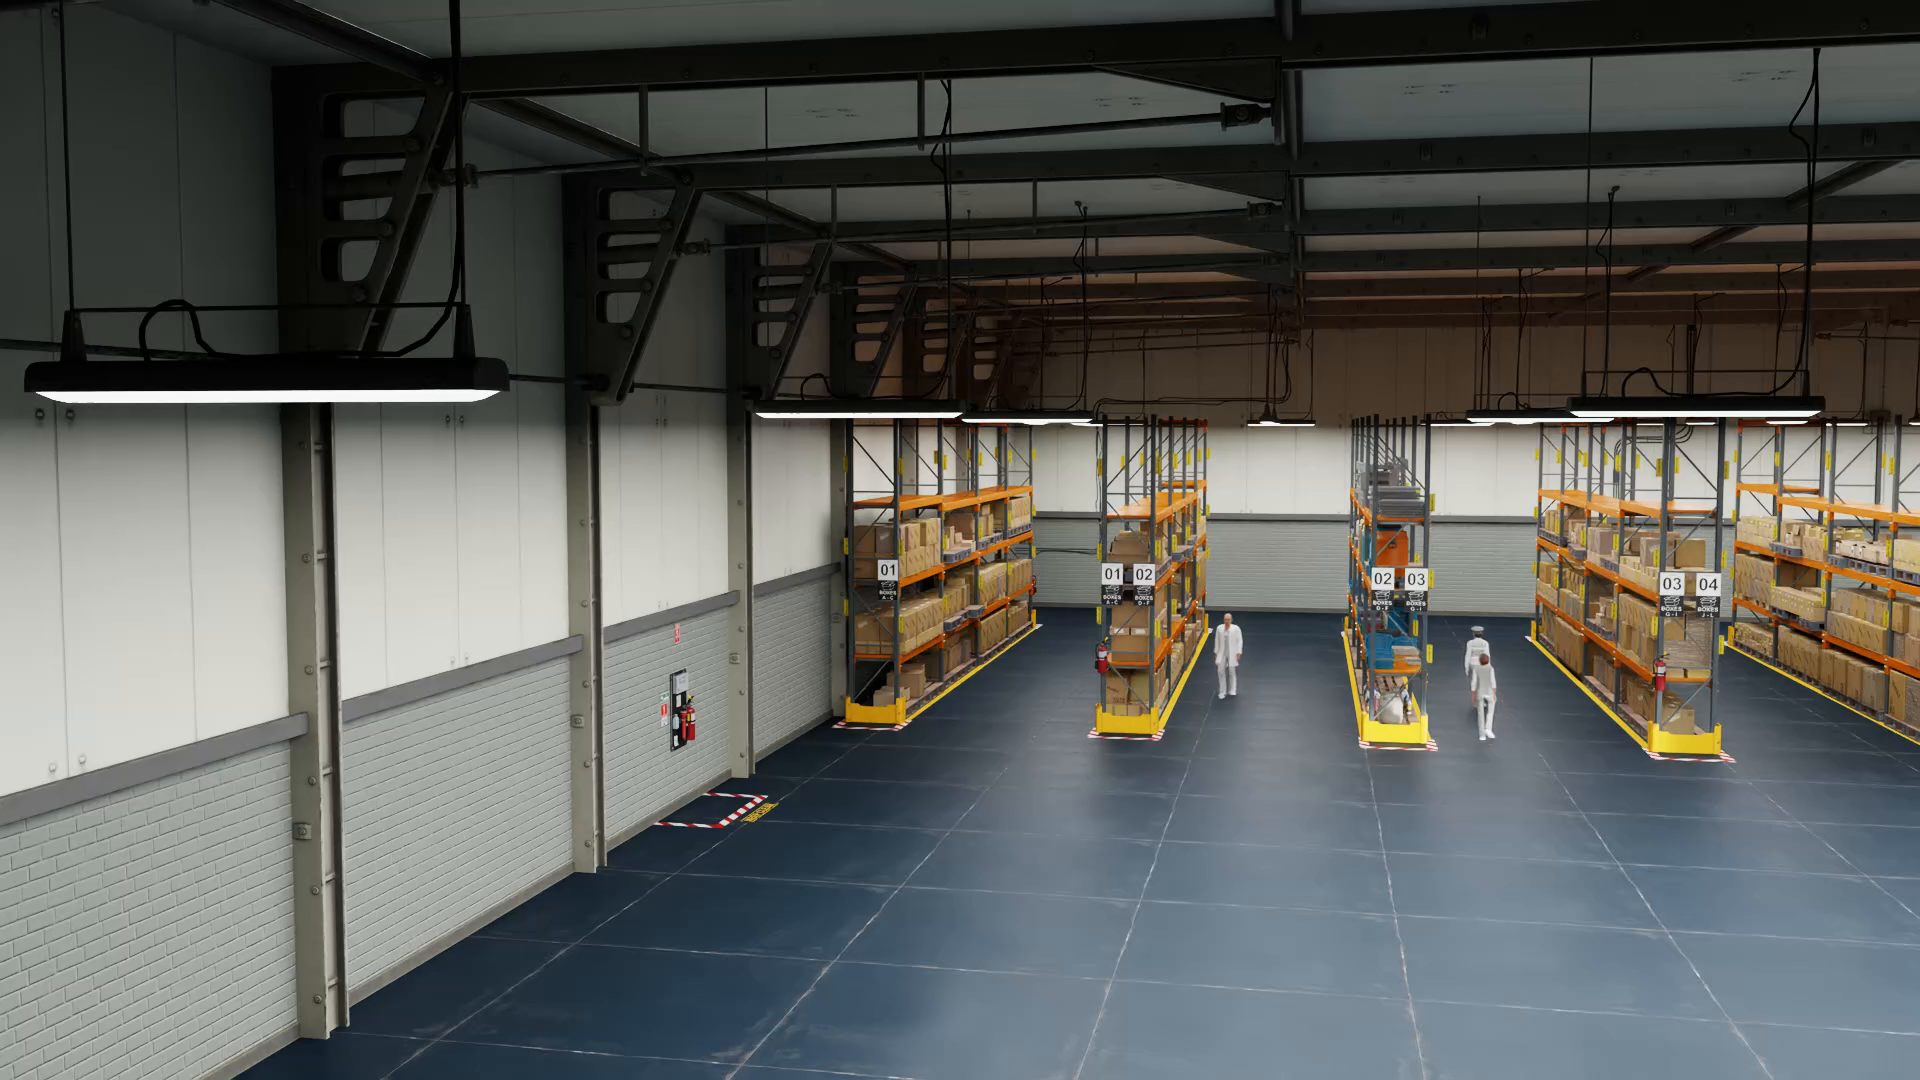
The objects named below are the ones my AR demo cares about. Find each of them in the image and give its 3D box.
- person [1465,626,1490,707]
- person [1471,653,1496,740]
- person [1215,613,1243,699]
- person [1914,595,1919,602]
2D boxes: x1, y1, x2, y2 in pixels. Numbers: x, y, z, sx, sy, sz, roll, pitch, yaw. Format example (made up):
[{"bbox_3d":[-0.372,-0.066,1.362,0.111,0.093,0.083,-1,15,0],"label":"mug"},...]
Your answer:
[{"bbox_3d":[10.638,2.617,34.161,0.519,1.675,0.513,1,4,17],"label":"person"},{"bbox_3d":[9.635,2.887,30.604,0.455,1.573,0.479,1,4,17],"label":"person"},{"bbox_3d":[5.737,2.482,35.596,0.651,1.828,0.658,2,4,25],"label":"person"},{"bbox_3d":[27.082,1.742,46.742,0.983,1.733,0.565,-1,4,-14],"label":"person"}]
